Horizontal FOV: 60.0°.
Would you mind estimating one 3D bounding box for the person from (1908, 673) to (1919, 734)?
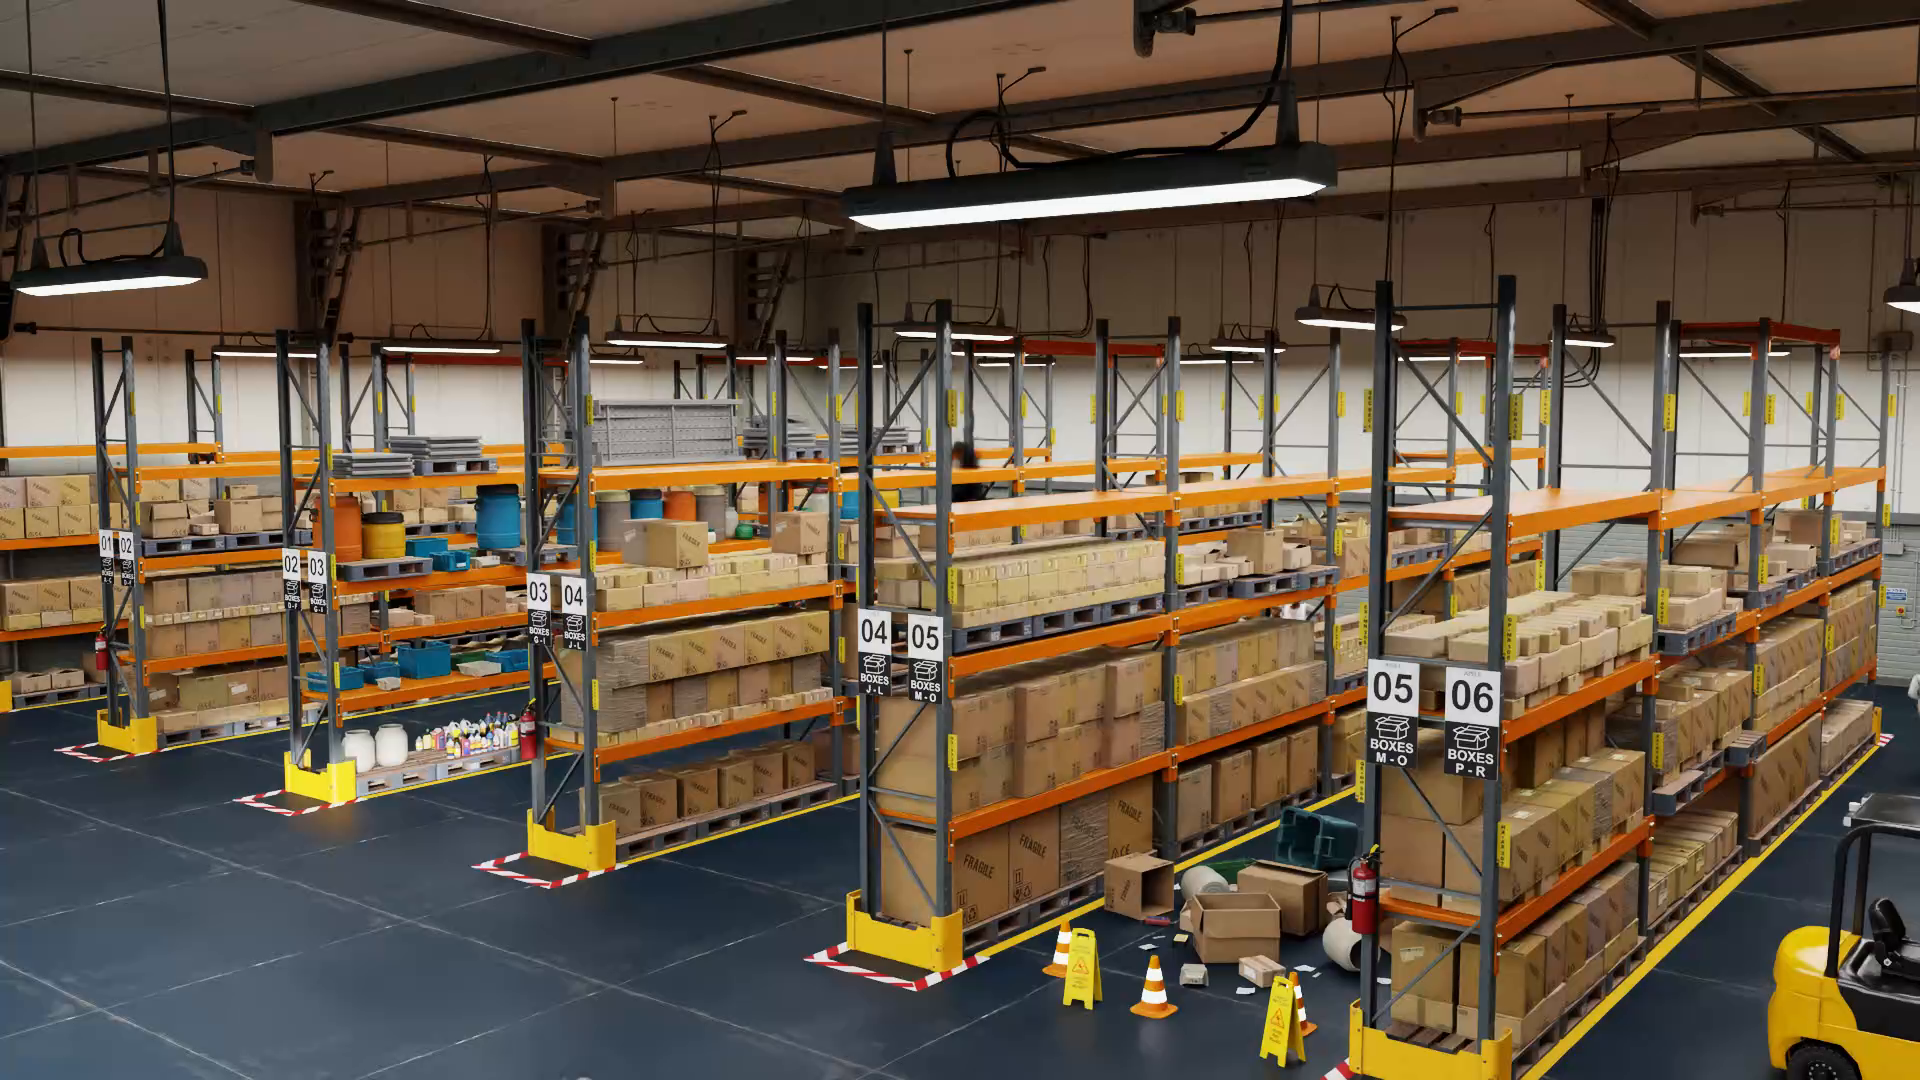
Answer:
[{"bbox_3d":[13.392,2.349,22.891,0.605,1.659,0.535,3,6,34],"label":"person"}]

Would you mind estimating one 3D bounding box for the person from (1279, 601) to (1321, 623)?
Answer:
[{"bbox_3d":[5.881,1.751,29.049,0.667,1.828,0.788,4,7,40],"label":"person"}]

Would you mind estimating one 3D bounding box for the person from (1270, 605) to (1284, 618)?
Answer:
[{"bbox_3d":[5.285,1.879,27.962,0.701,1.718,0.587,2,5,24],"label":"person"}]

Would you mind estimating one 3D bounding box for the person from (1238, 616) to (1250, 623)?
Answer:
[{"bbox_3d":[4.316,1.923,24.821,0.572,1.622,0.650,4,6,38],"label":"person"}]
